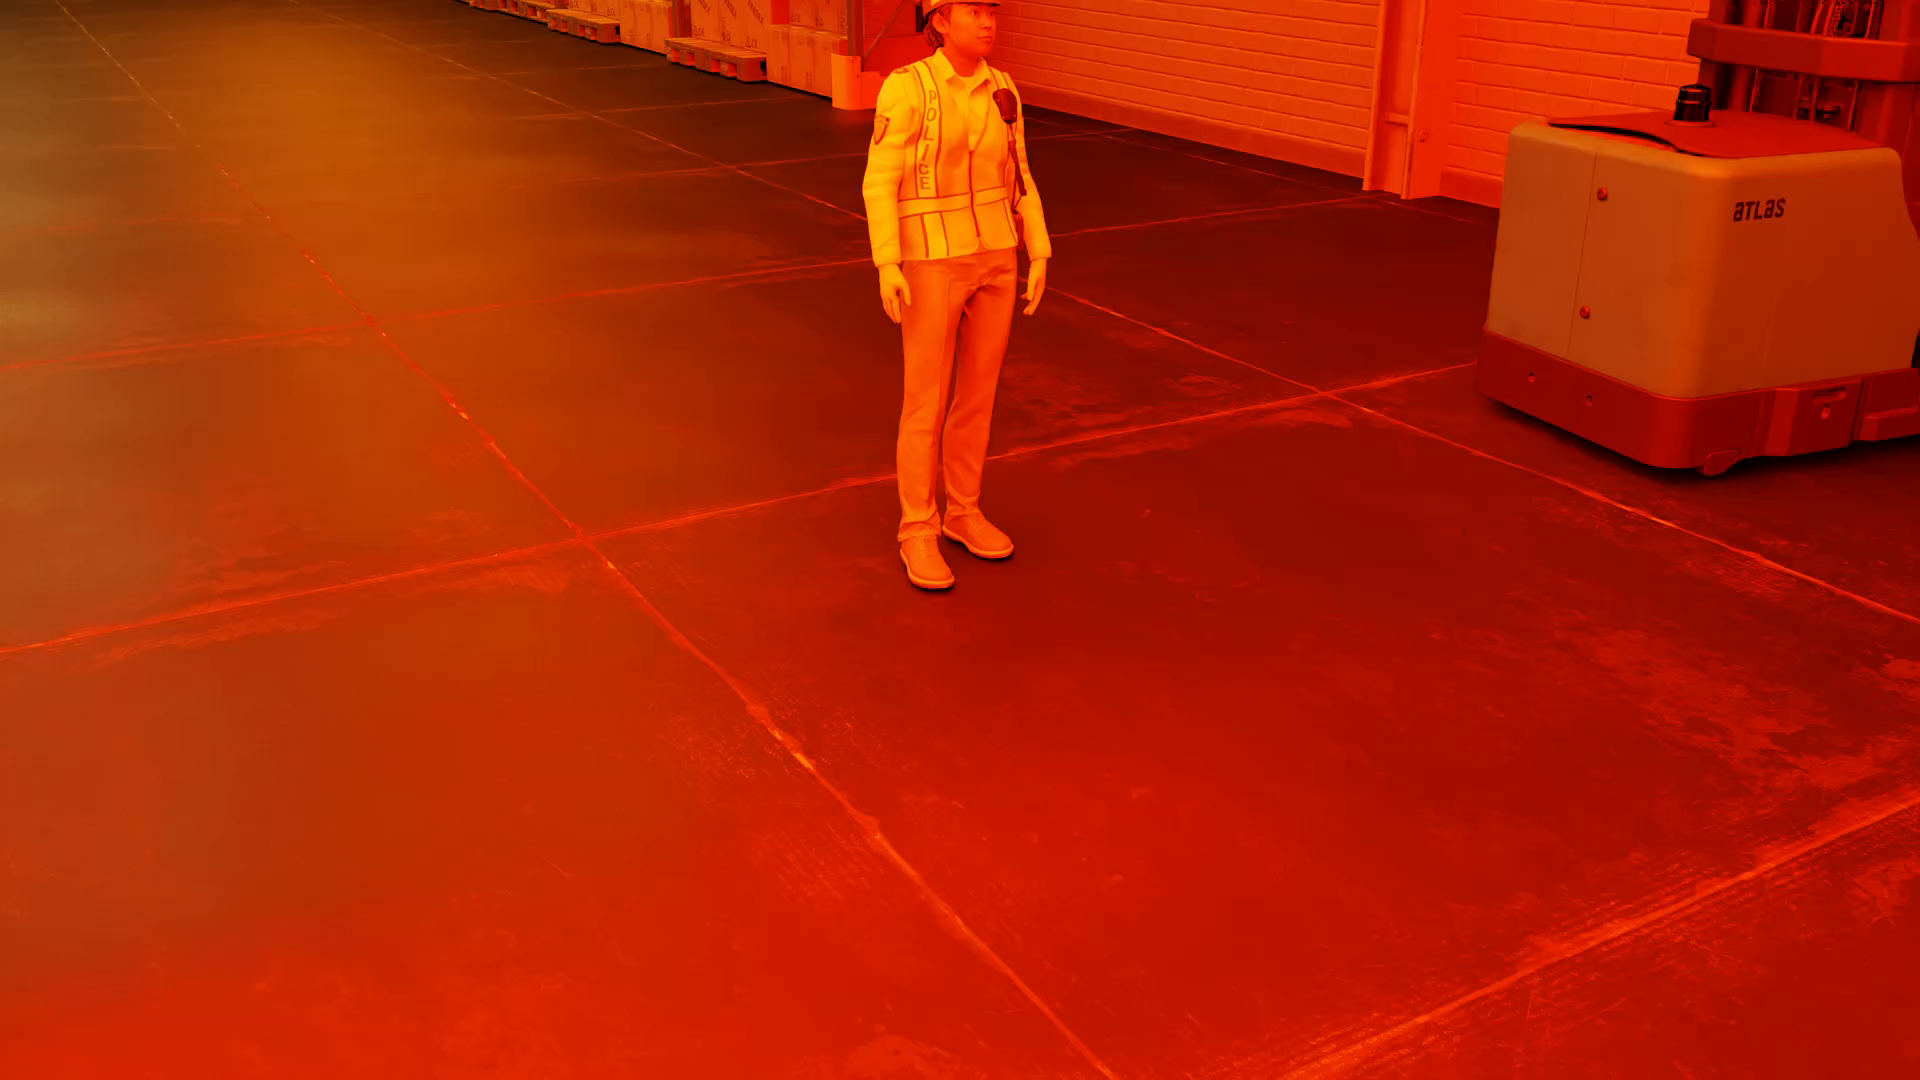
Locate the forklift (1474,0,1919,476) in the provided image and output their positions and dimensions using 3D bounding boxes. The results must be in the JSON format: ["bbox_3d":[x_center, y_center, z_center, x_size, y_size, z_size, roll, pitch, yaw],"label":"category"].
[{"bbox_3d":[3.531,-1.911,5.932,3.031,2.935,1.130,-9,24,-20],"label":"forklift"}]

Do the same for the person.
[{"bbox_3d":[0.020,-0.766,4.749,0.569,1.696,0.533,-12,25,-28],"label":"person"}]
